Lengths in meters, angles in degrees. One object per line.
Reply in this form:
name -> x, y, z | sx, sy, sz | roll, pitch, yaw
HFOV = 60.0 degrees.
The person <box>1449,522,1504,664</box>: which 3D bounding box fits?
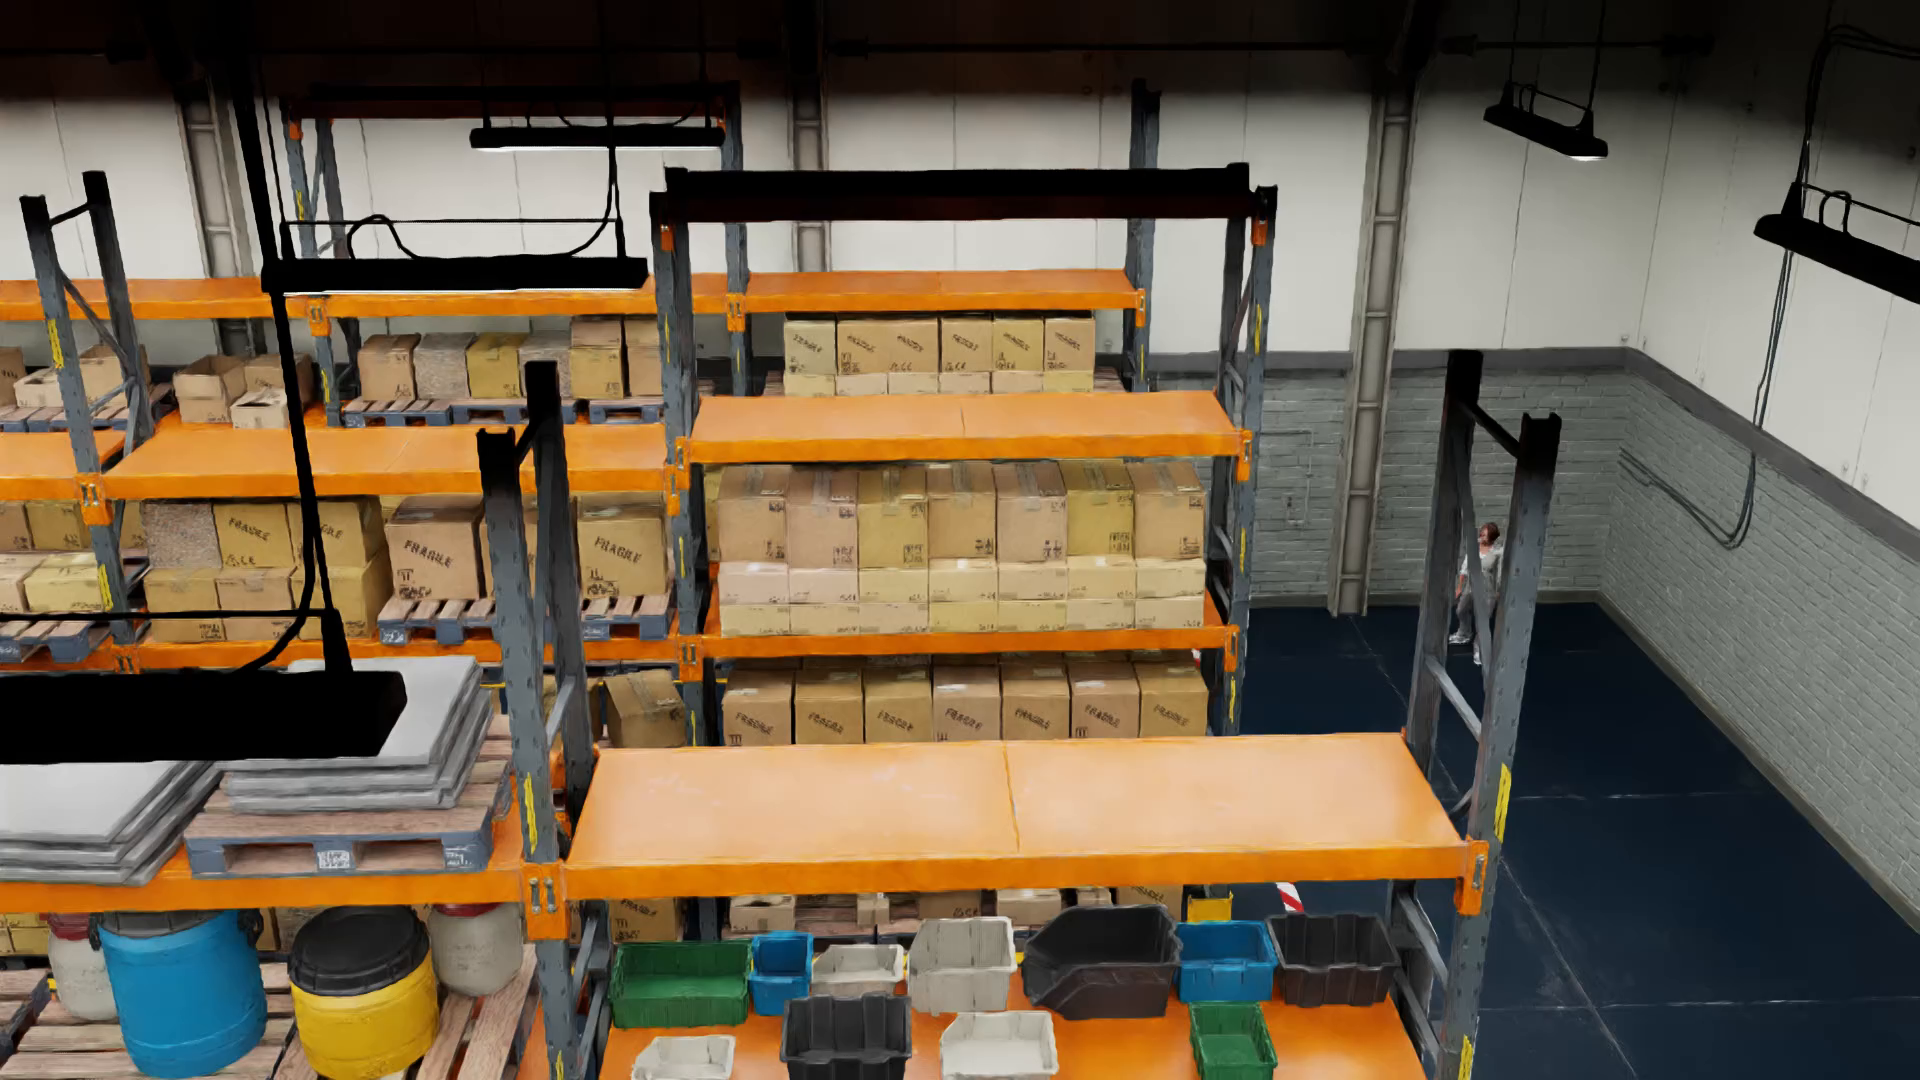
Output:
person -> 5.506, 0.500, 17.816 | 0.597, 1.591, 0.454 | 19, 29, 38
